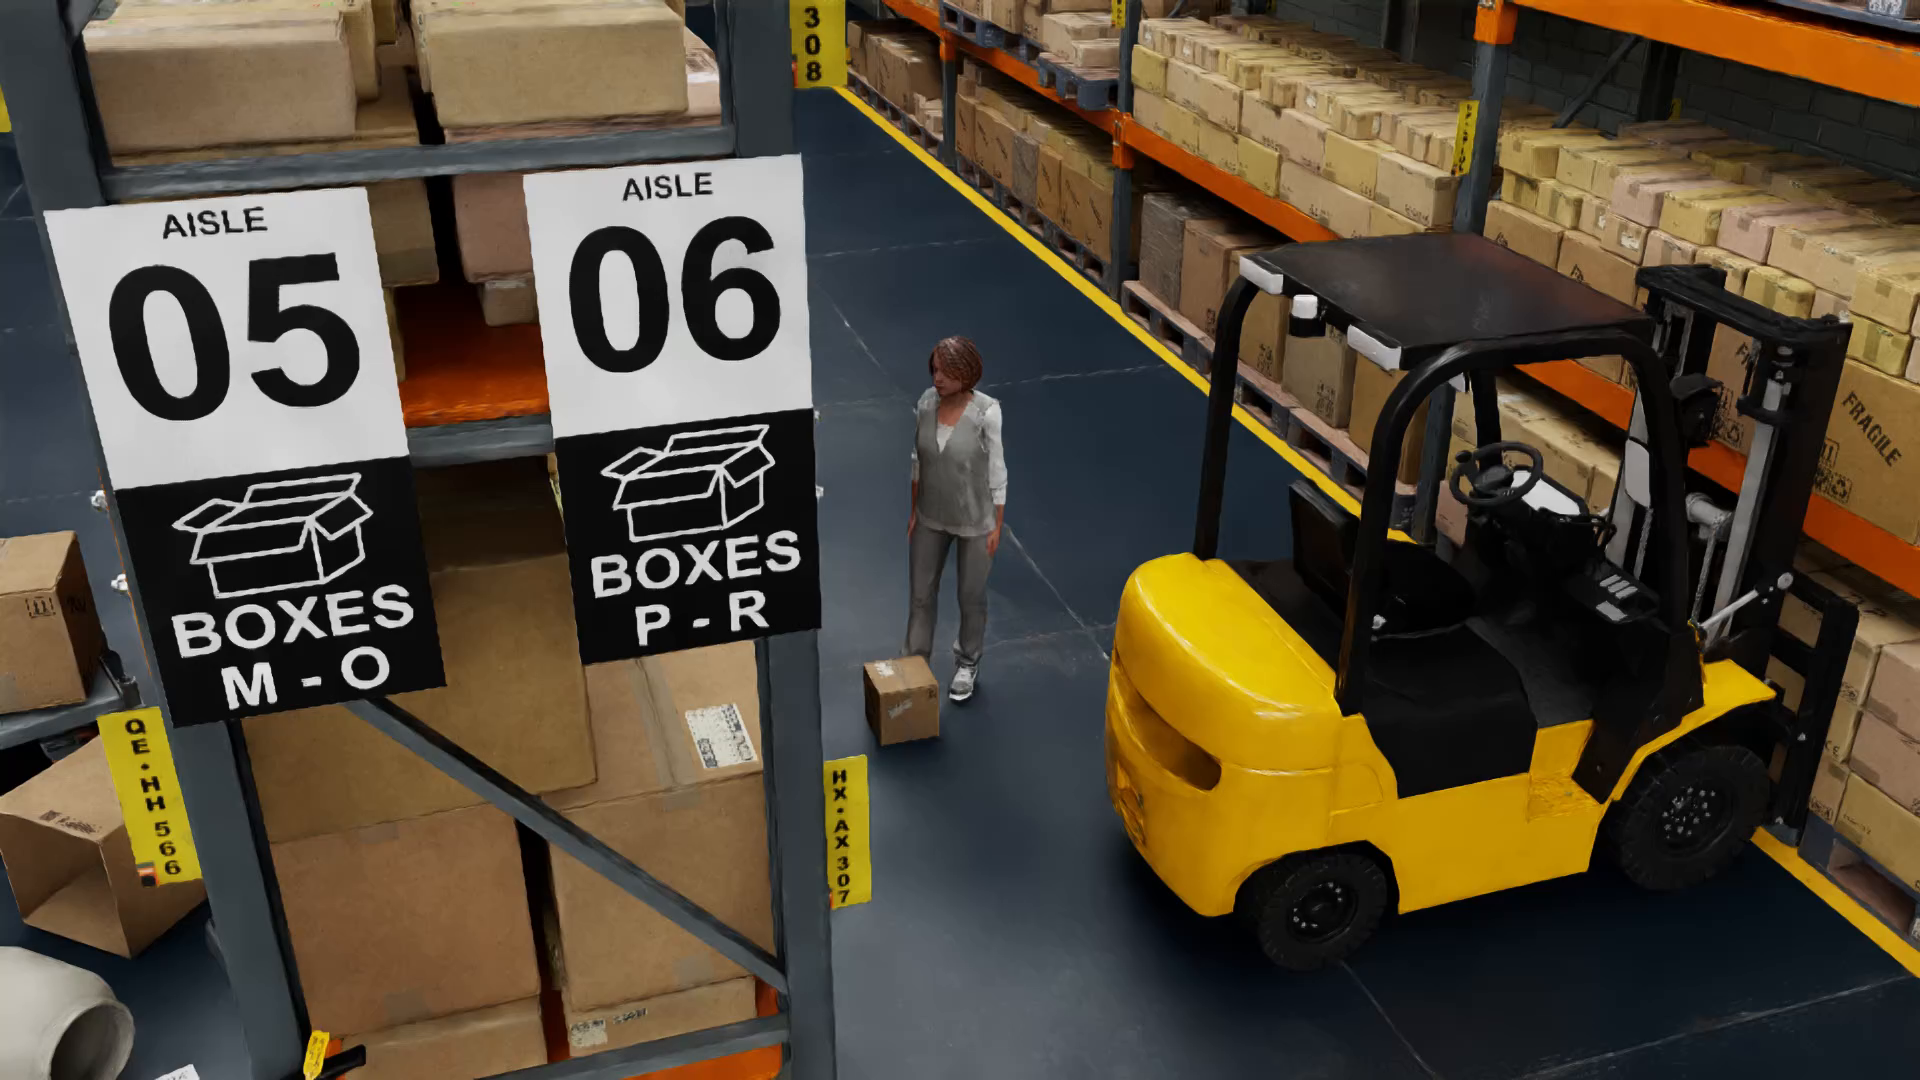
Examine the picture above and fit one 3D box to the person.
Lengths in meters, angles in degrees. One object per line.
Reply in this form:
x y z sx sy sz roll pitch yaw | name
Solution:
-0.041 -0.044 6.694 0.422 1.602 0.509 11 29 21 | person
